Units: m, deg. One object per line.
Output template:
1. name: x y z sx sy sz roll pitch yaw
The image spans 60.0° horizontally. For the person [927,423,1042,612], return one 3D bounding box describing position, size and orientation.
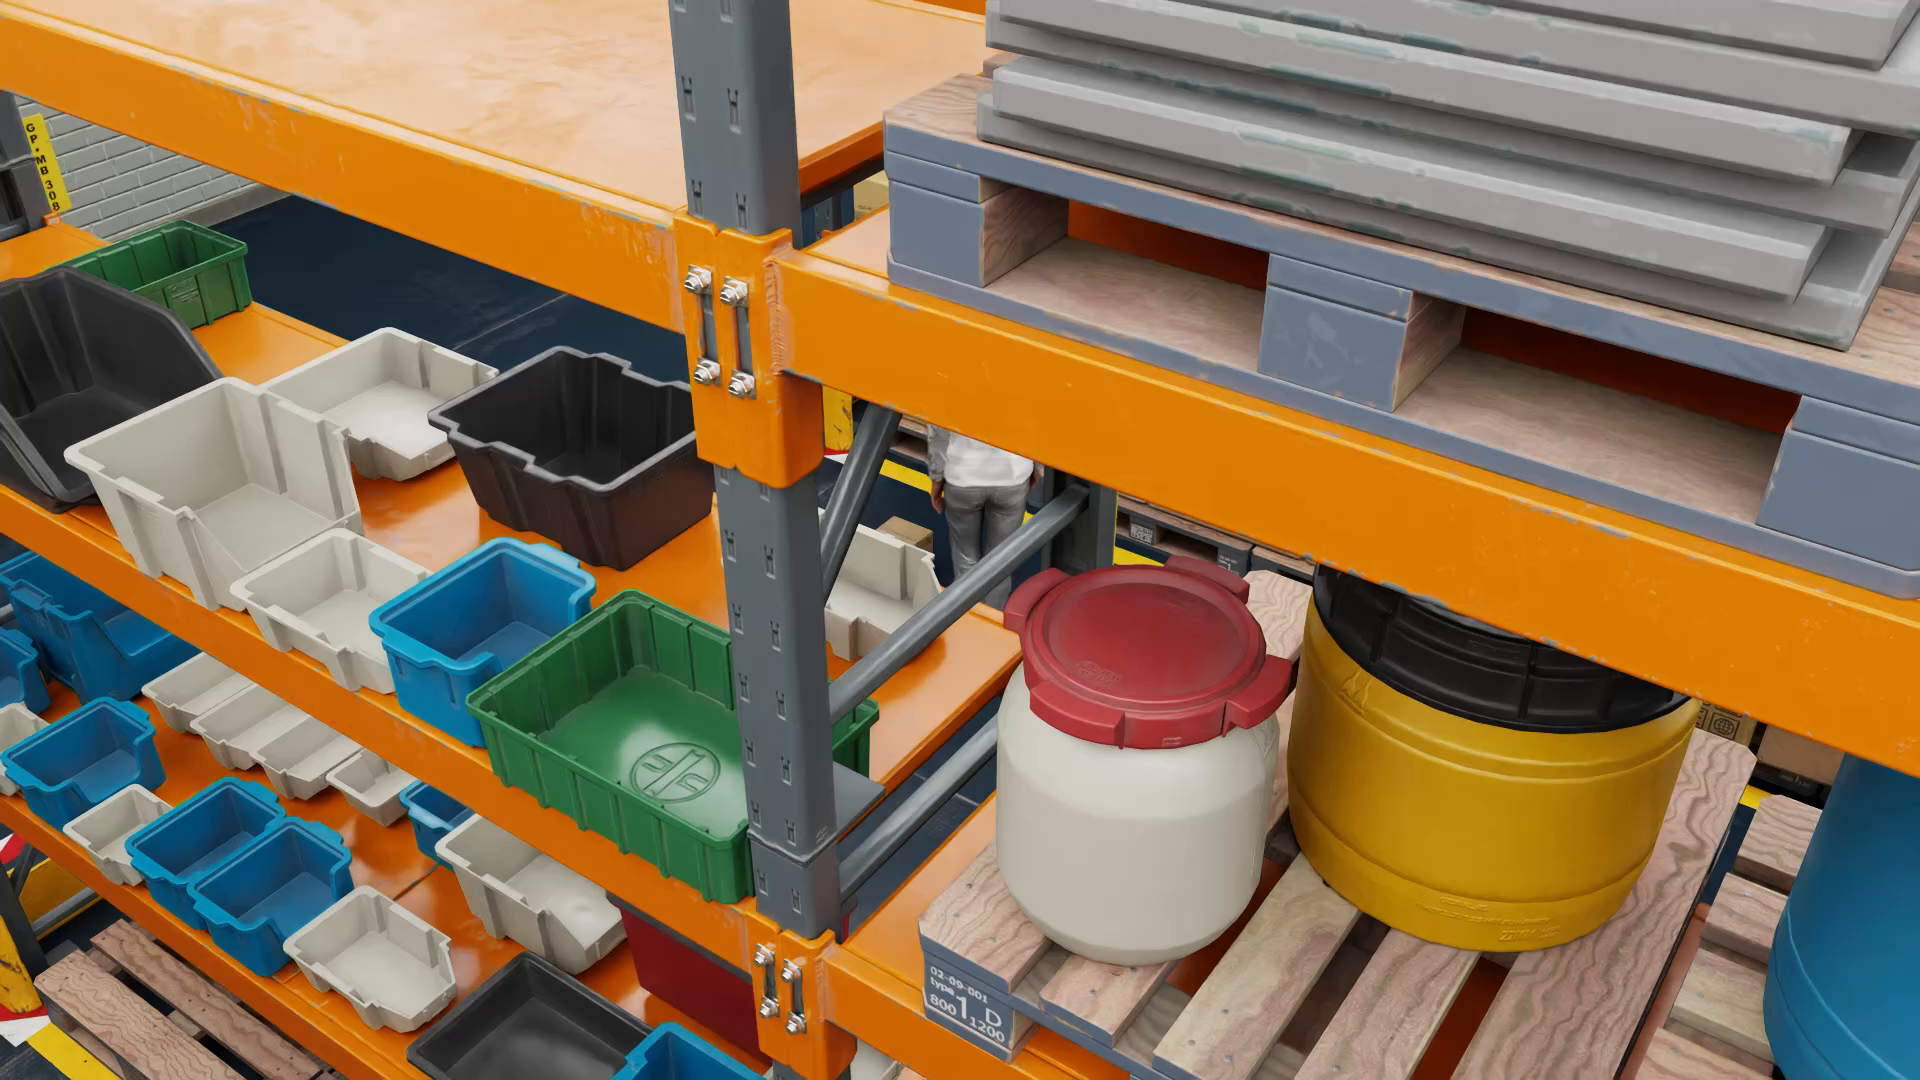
1. person: 0.127 -0.304 7.710 0.558 1.776 0.382 -1 34 -2
